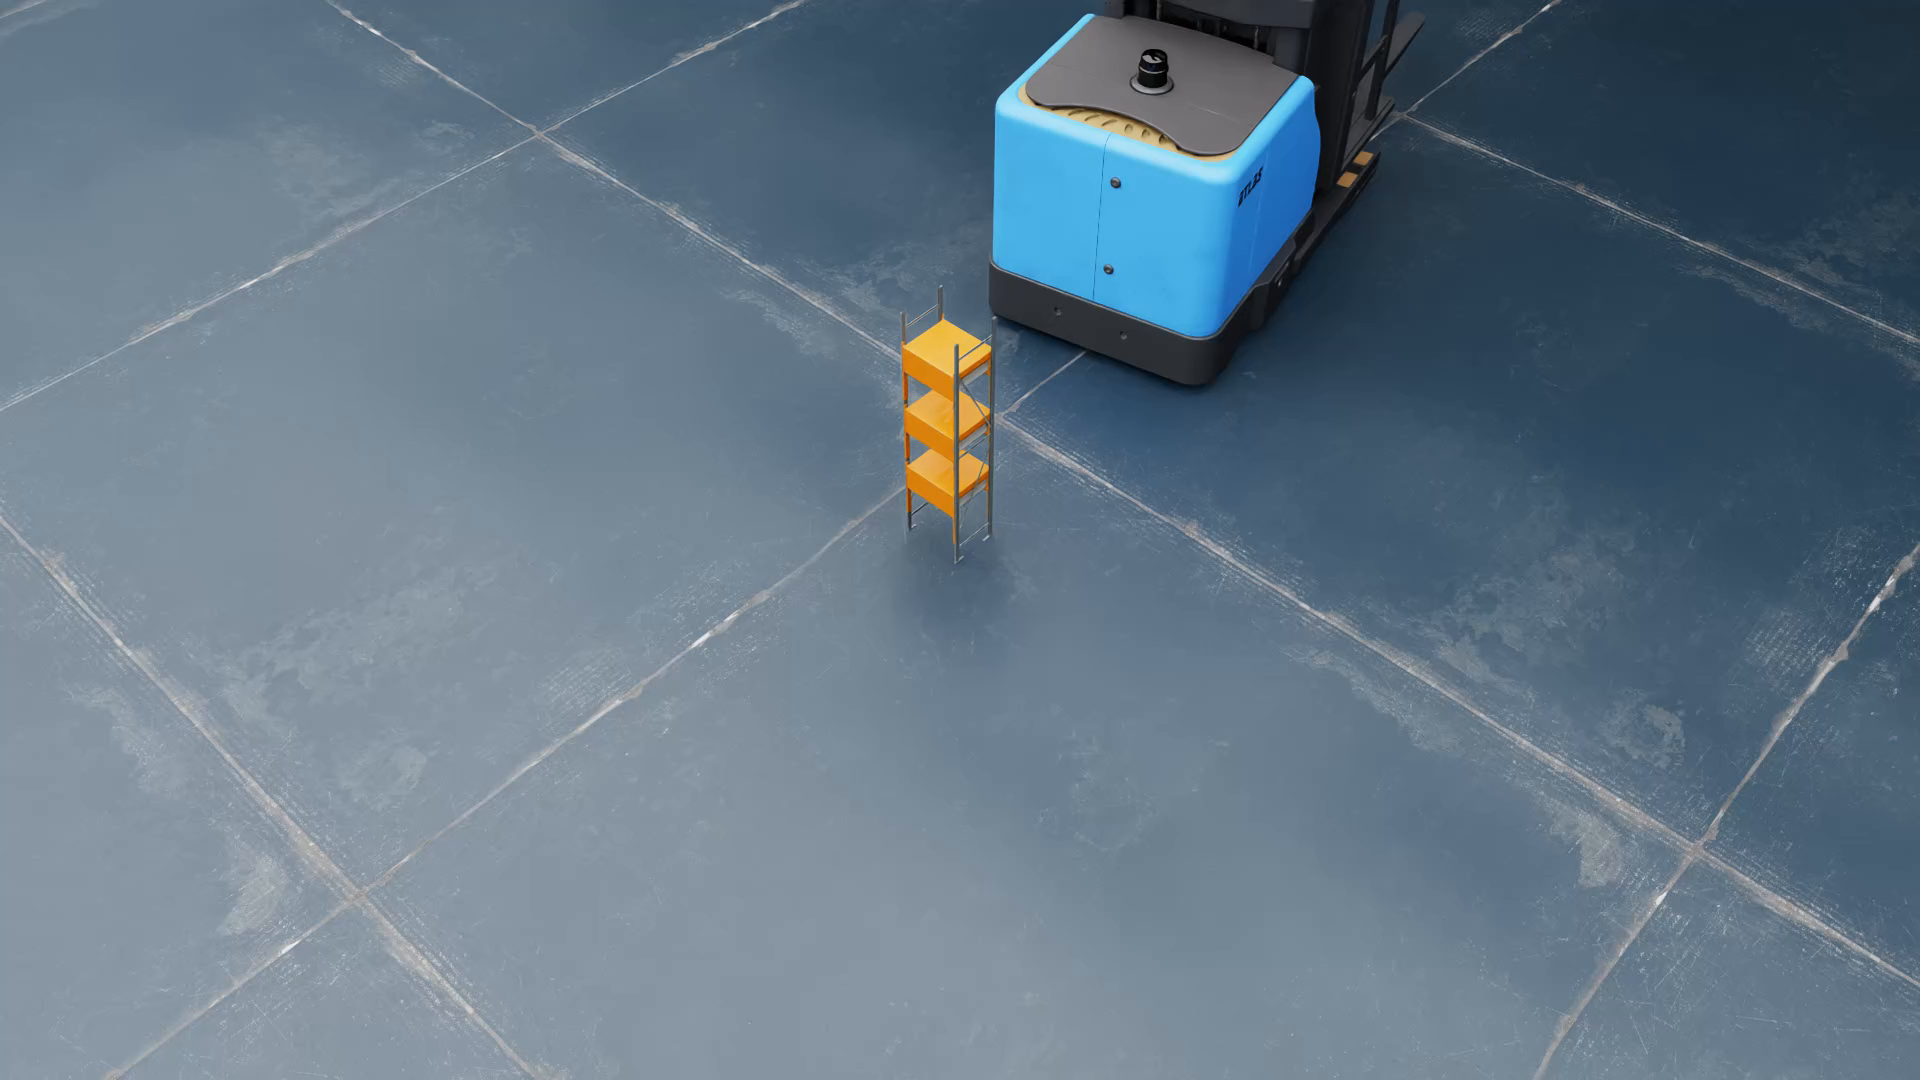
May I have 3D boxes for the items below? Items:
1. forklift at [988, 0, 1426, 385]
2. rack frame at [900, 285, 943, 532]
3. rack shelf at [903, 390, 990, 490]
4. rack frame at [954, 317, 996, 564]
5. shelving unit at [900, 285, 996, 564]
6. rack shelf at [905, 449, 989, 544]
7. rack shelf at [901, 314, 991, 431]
[{"bbox_3d":[1.305,-2.696,6.771,1.130,2.935,3.031,23,51,20],"label":"forklift"},{"bbox_3d":[-0.129,-0.446,5.949,0.008,1.050,0.200,34,55,28],"label":"rack frame"},{"bbox_3d":[-0.039,-0.379,5.900,0.240,0.259,0.215,34,55,28],"label":"rack shelf"},{"bbox_3d":[0.050,-0.325,5.835,0.008,1.050,0.200,34,55,28],"label":"rack frame"},{"bbox_3d":[-0.039,-0.386,5.892,0.252,1.050,0.215,34,55,28],"label":"shelving unit"},{"bbox_3d":[-0.039,-0.188,6.102,0.240,0.259,0.215,34,55,28],"label":"rack shelf"},{"bbox_3d":[-0.039,-0.573,5.693,0.240,0.259,0.215,34,55,28],"label":"rack shelf"}]
